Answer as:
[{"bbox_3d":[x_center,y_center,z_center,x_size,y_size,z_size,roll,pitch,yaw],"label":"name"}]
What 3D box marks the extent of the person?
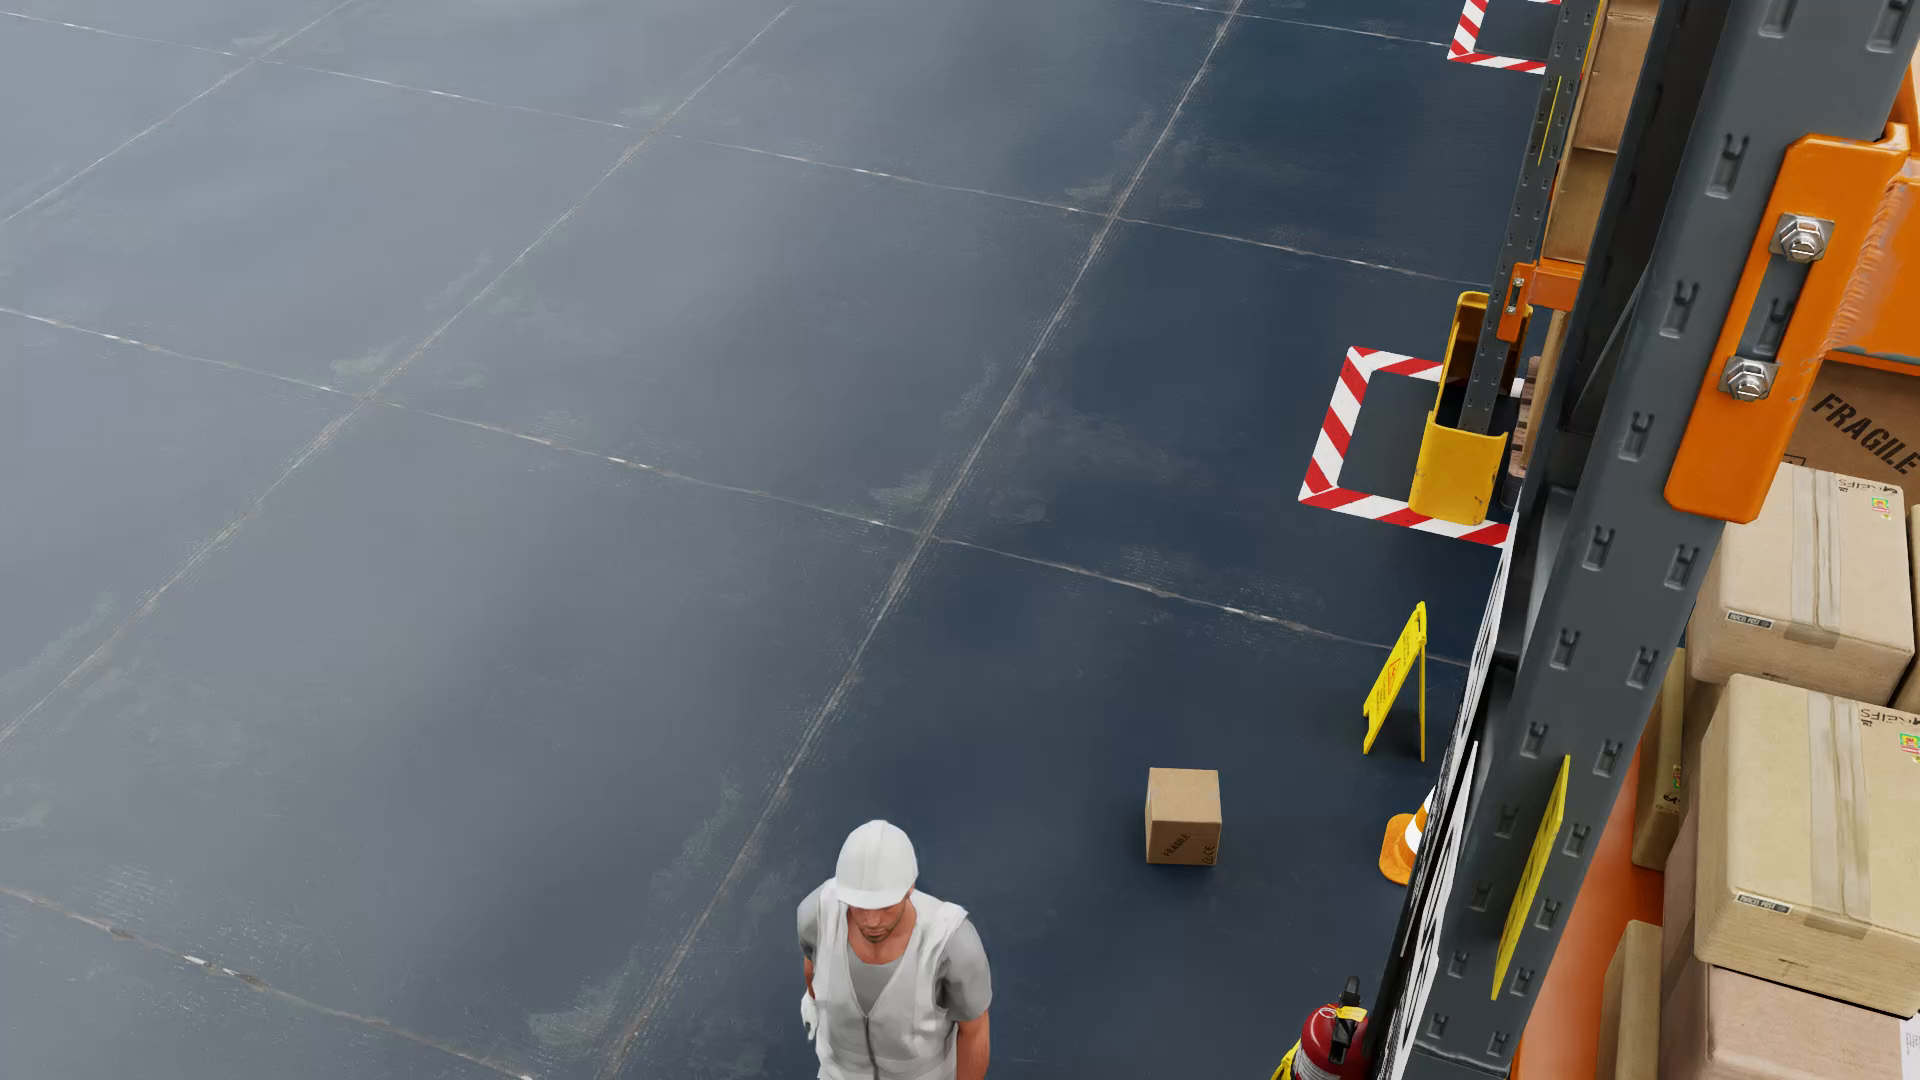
[{"bbox_3d":[-0.203,1.429,4.508,0.584,1.734,1.095,7,42,7],"label":"person"}]
